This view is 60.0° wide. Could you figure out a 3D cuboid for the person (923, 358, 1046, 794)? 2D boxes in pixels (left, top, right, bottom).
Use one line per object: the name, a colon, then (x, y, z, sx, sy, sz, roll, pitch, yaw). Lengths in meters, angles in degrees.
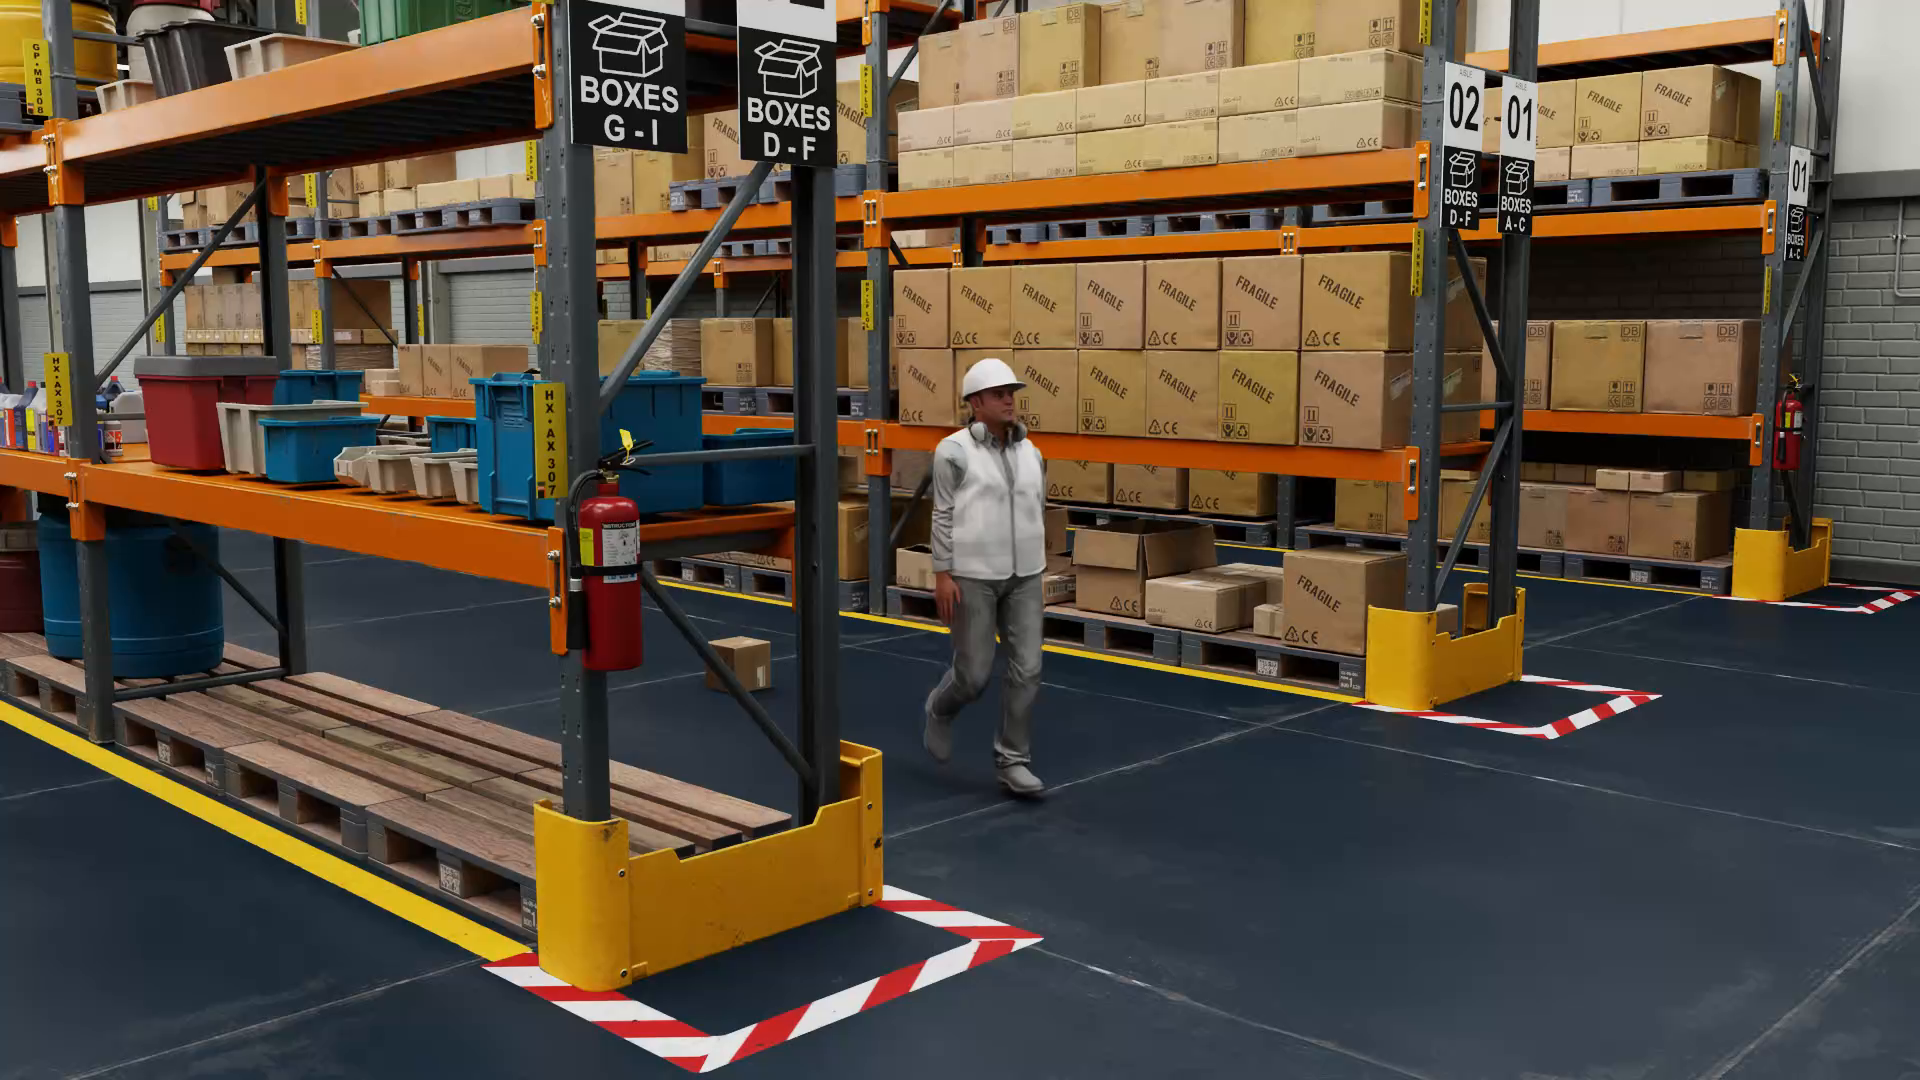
person: (0.122, 0.135, 6.854, 0.543, 1.757, 0.645, -4, 8, -27)
